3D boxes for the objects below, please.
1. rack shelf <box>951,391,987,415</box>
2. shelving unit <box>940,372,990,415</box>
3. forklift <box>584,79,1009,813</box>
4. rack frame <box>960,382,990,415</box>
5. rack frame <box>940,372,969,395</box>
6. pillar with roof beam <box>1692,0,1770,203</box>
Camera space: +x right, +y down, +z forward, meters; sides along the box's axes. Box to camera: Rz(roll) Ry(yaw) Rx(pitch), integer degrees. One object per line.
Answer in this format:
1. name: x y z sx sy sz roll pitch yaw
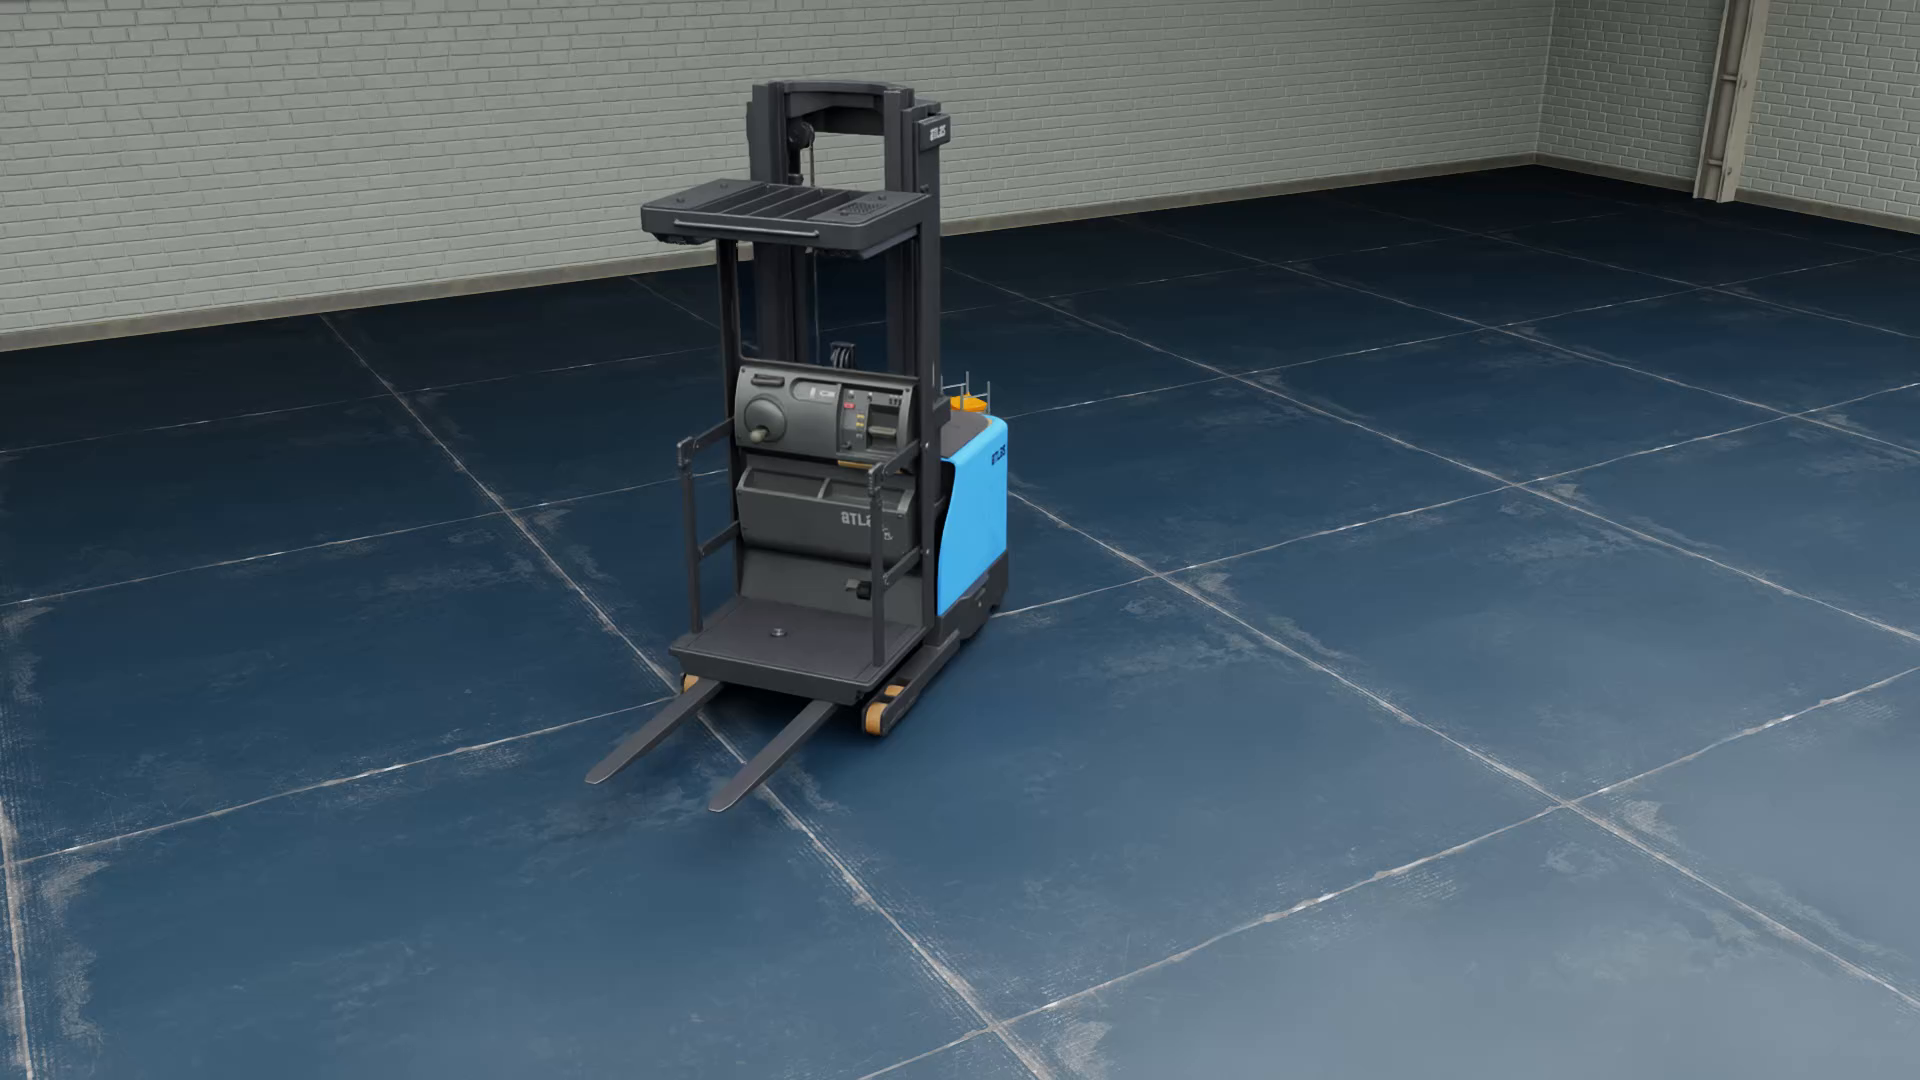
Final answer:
1. rack shelf: 0.027 -0.722 9.968 0.215 0.259 0.240 -13 25 -28
2. shelving unit: 0.027 -0.469 10.071 0.215 1.050 0.252 -13 25 -28
3. forklift: -0.745 -0.593 7.877 1.130 2.935 3.031 9 24 20
4. rack frame: 0.090 -0.430 9.974 0.200 1.050 0.008 -13 25 -28
5. rack frame: -0.035 -0.509 10.168 0.200 1.050 0.008 -13 25 -28
6. pillar with roof beam: 5.735 -7.611 17.085 9.100 9.000 0.400 -13 25 -28
